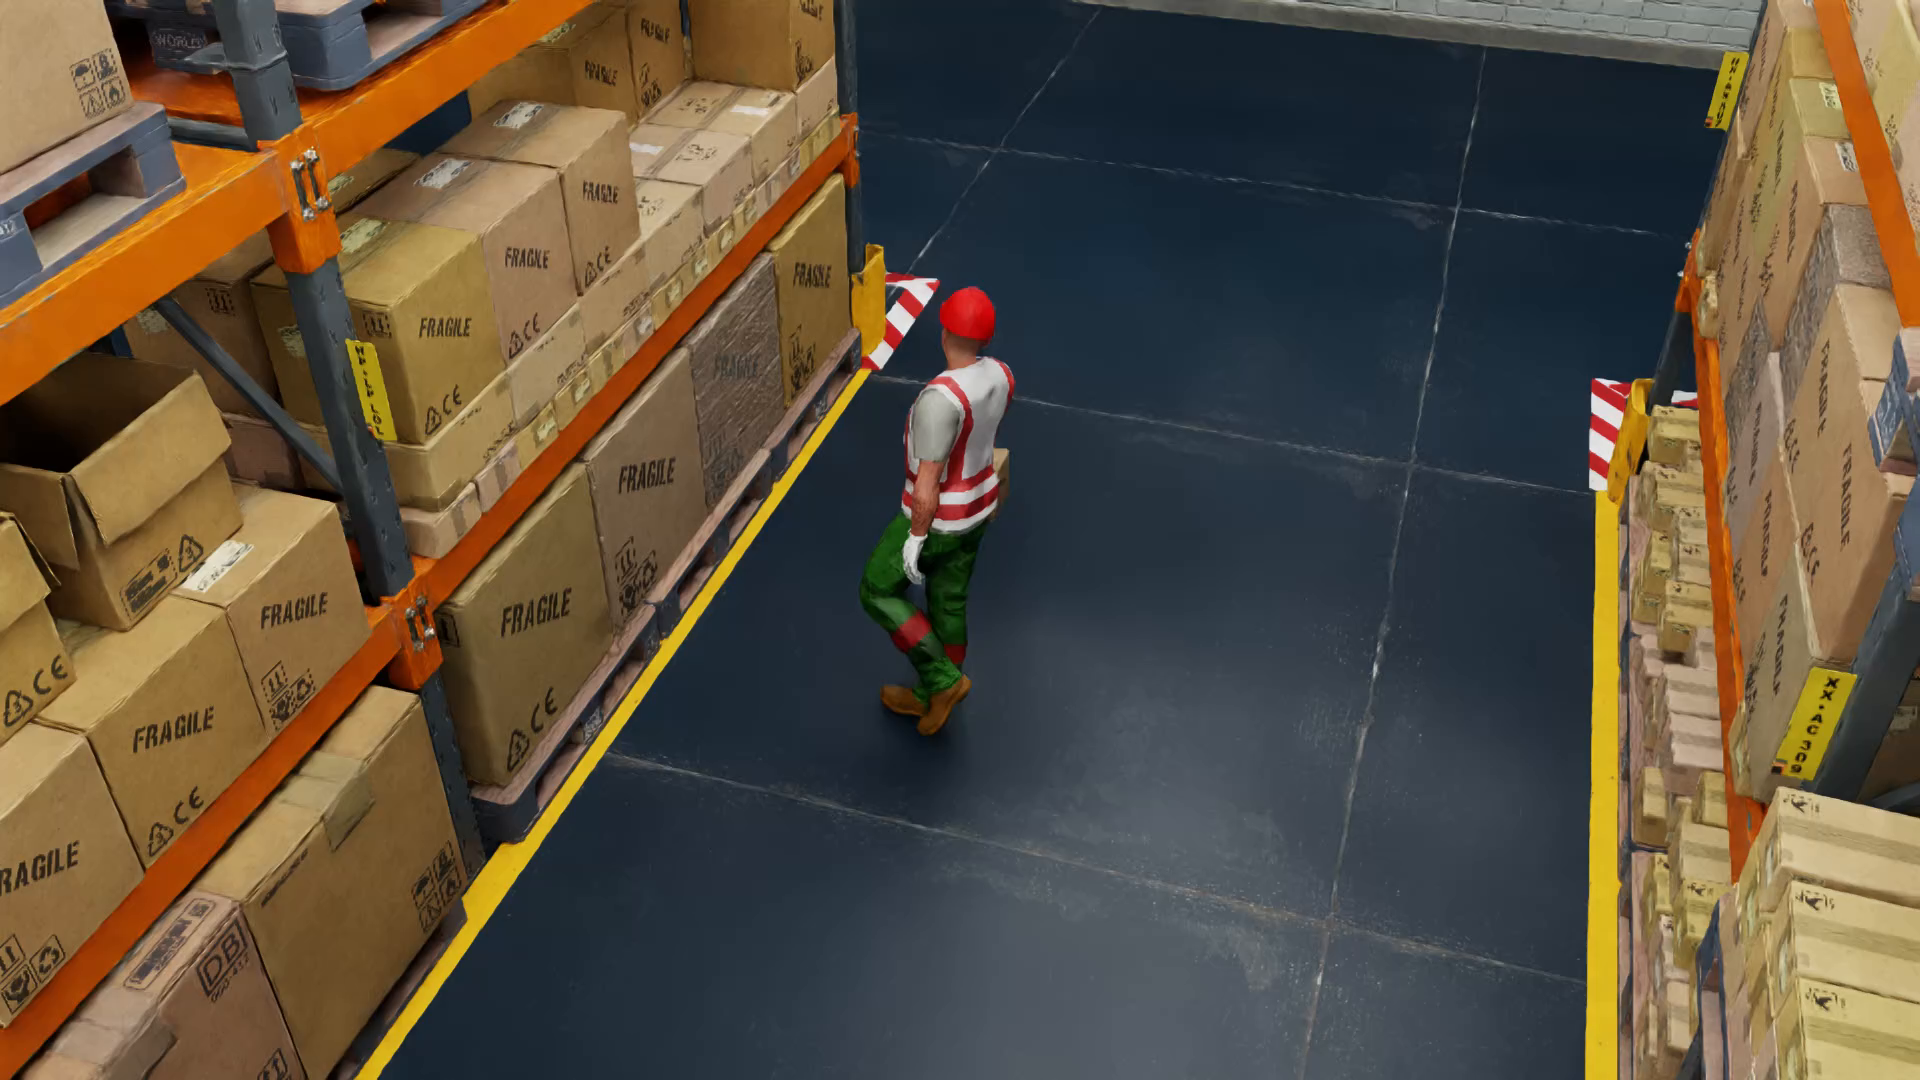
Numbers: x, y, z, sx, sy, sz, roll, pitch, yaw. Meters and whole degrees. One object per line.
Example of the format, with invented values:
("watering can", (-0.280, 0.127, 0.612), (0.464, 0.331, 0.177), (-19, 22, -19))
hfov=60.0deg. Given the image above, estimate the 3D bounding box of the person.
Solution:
("person", (-4.820, 2.202, 3.186), (3.483, 1.747, 12.569), (24, 43, 29))
